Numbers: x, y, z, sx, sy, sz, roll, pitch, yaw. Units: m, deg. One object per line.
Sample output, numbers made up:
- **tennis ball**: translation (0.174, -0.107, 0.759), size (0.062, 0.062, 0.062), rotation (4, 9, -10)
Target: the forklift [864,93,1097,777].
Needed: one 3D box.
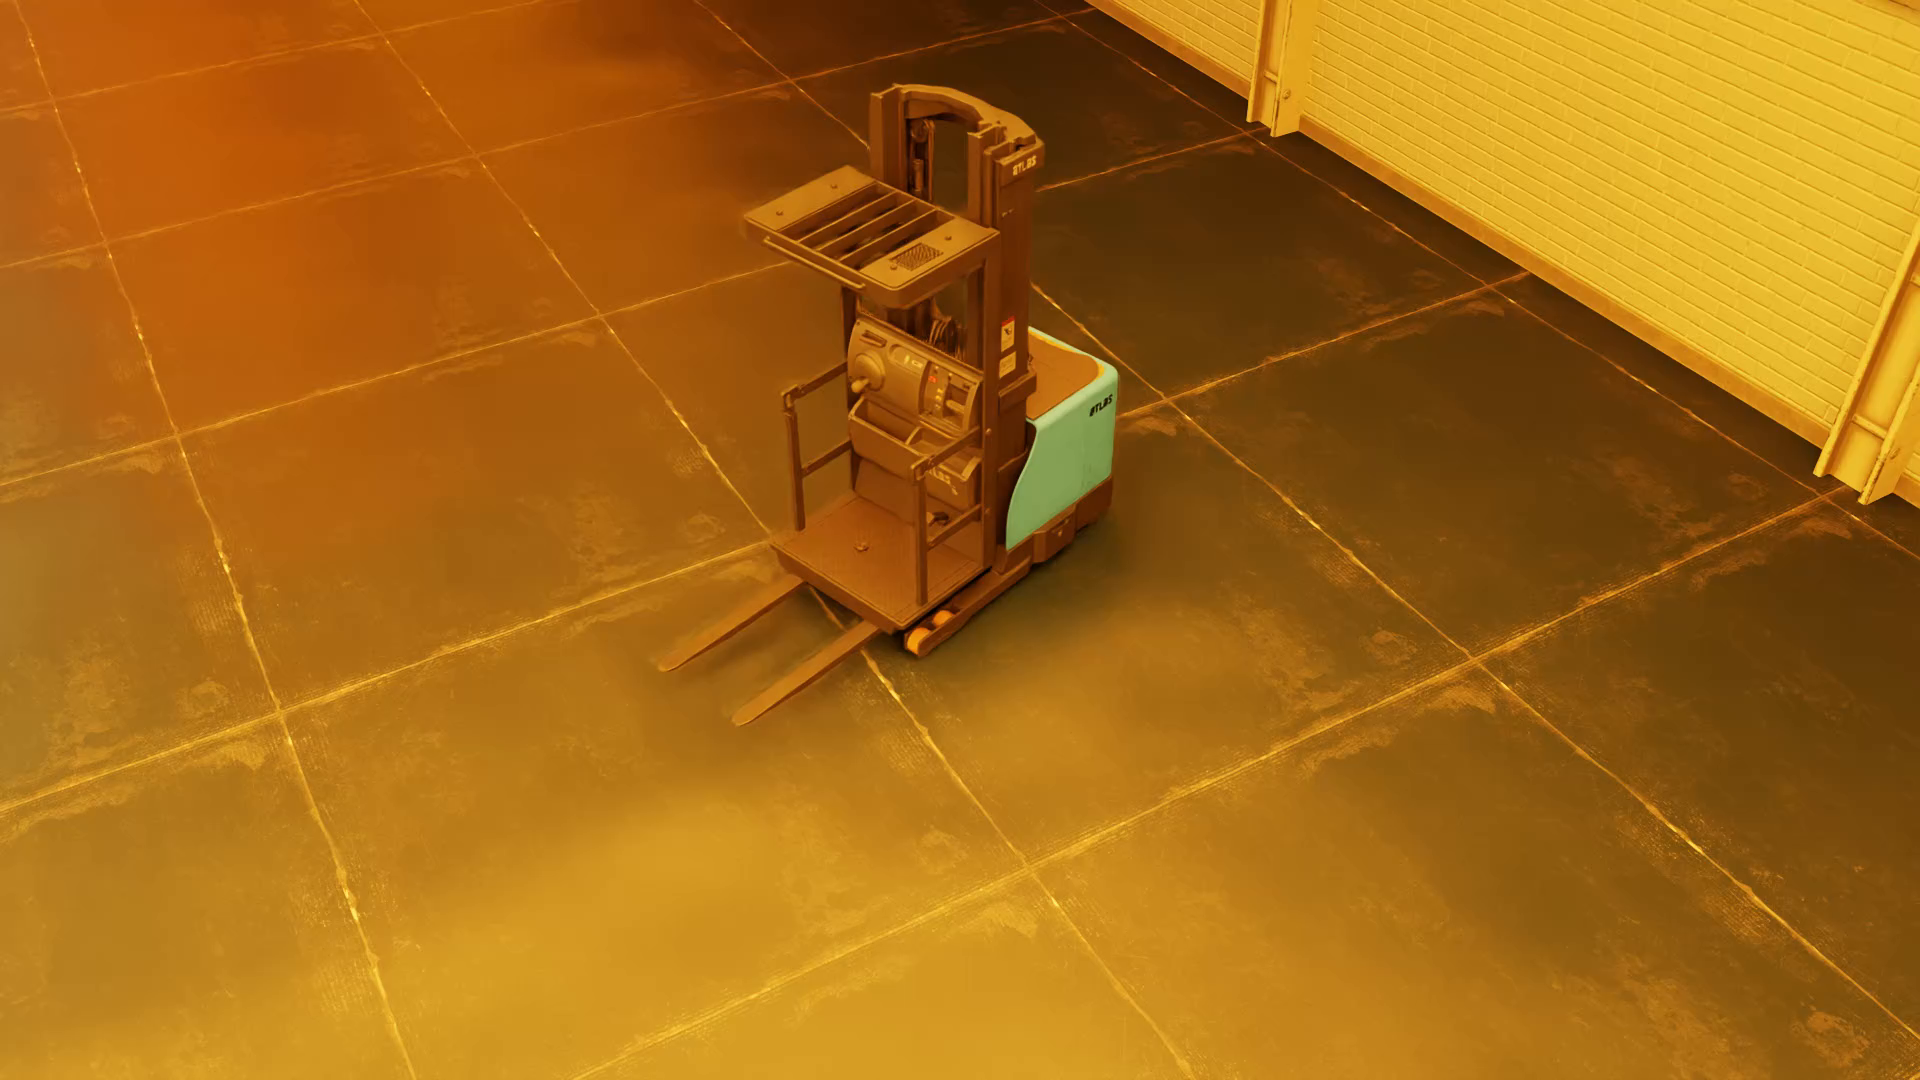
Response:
- **forklift**: translation (0.079, -0.729, 8.915), size (1.130, 2.935, 3.031), rotation (-3, 40, -4)

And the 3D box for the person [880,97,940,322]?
- **person**: translation (-0.332, -2.252, 11.658), size (0.430, 1.772, 0.646), rotation (-8, 40, -9)
